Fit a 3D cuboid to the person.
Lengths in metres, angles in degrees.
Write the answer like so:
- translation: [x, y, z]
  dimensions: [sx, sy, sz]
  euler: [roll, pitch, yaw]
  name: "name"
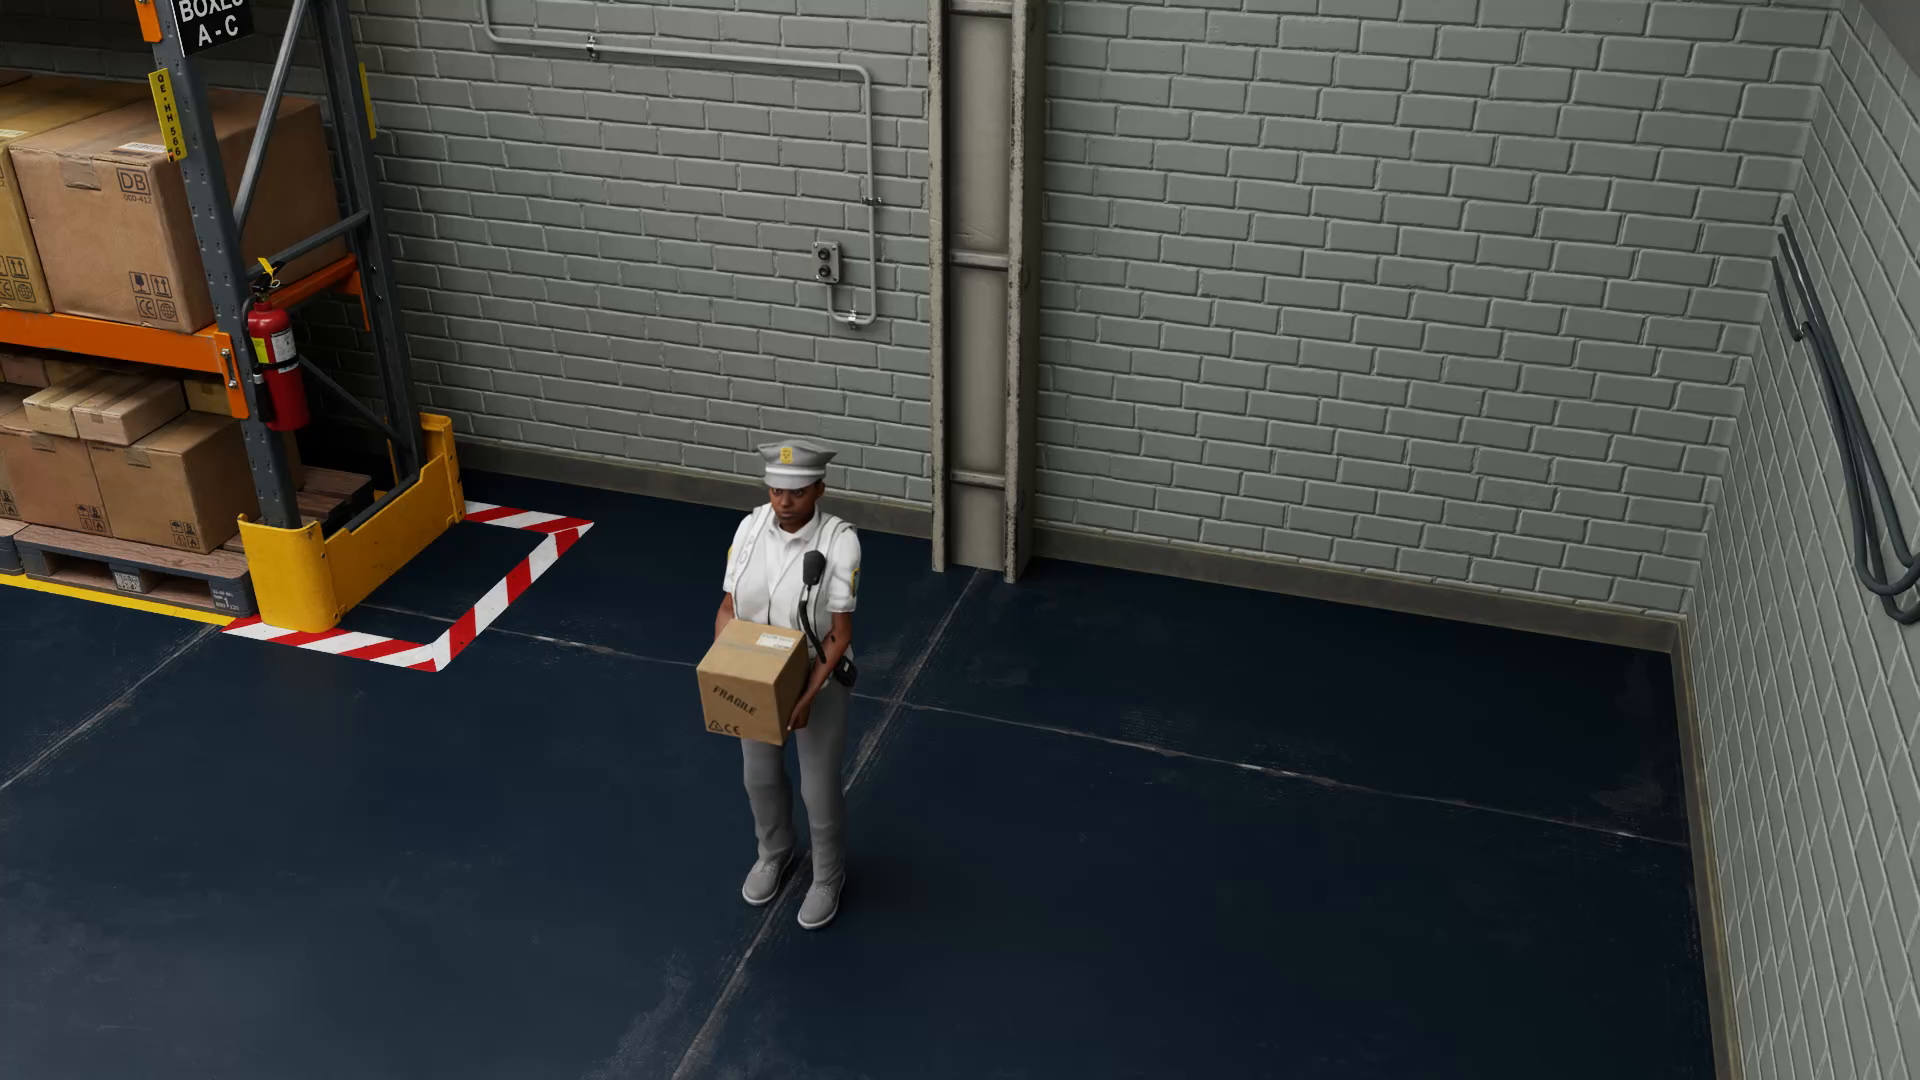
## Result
- translation: [-0.556, 0.478, 5.259]
  dimensions: [0.451, 1.682, 0.537]
  euler: [9, 31, 16]
  name: "person"
